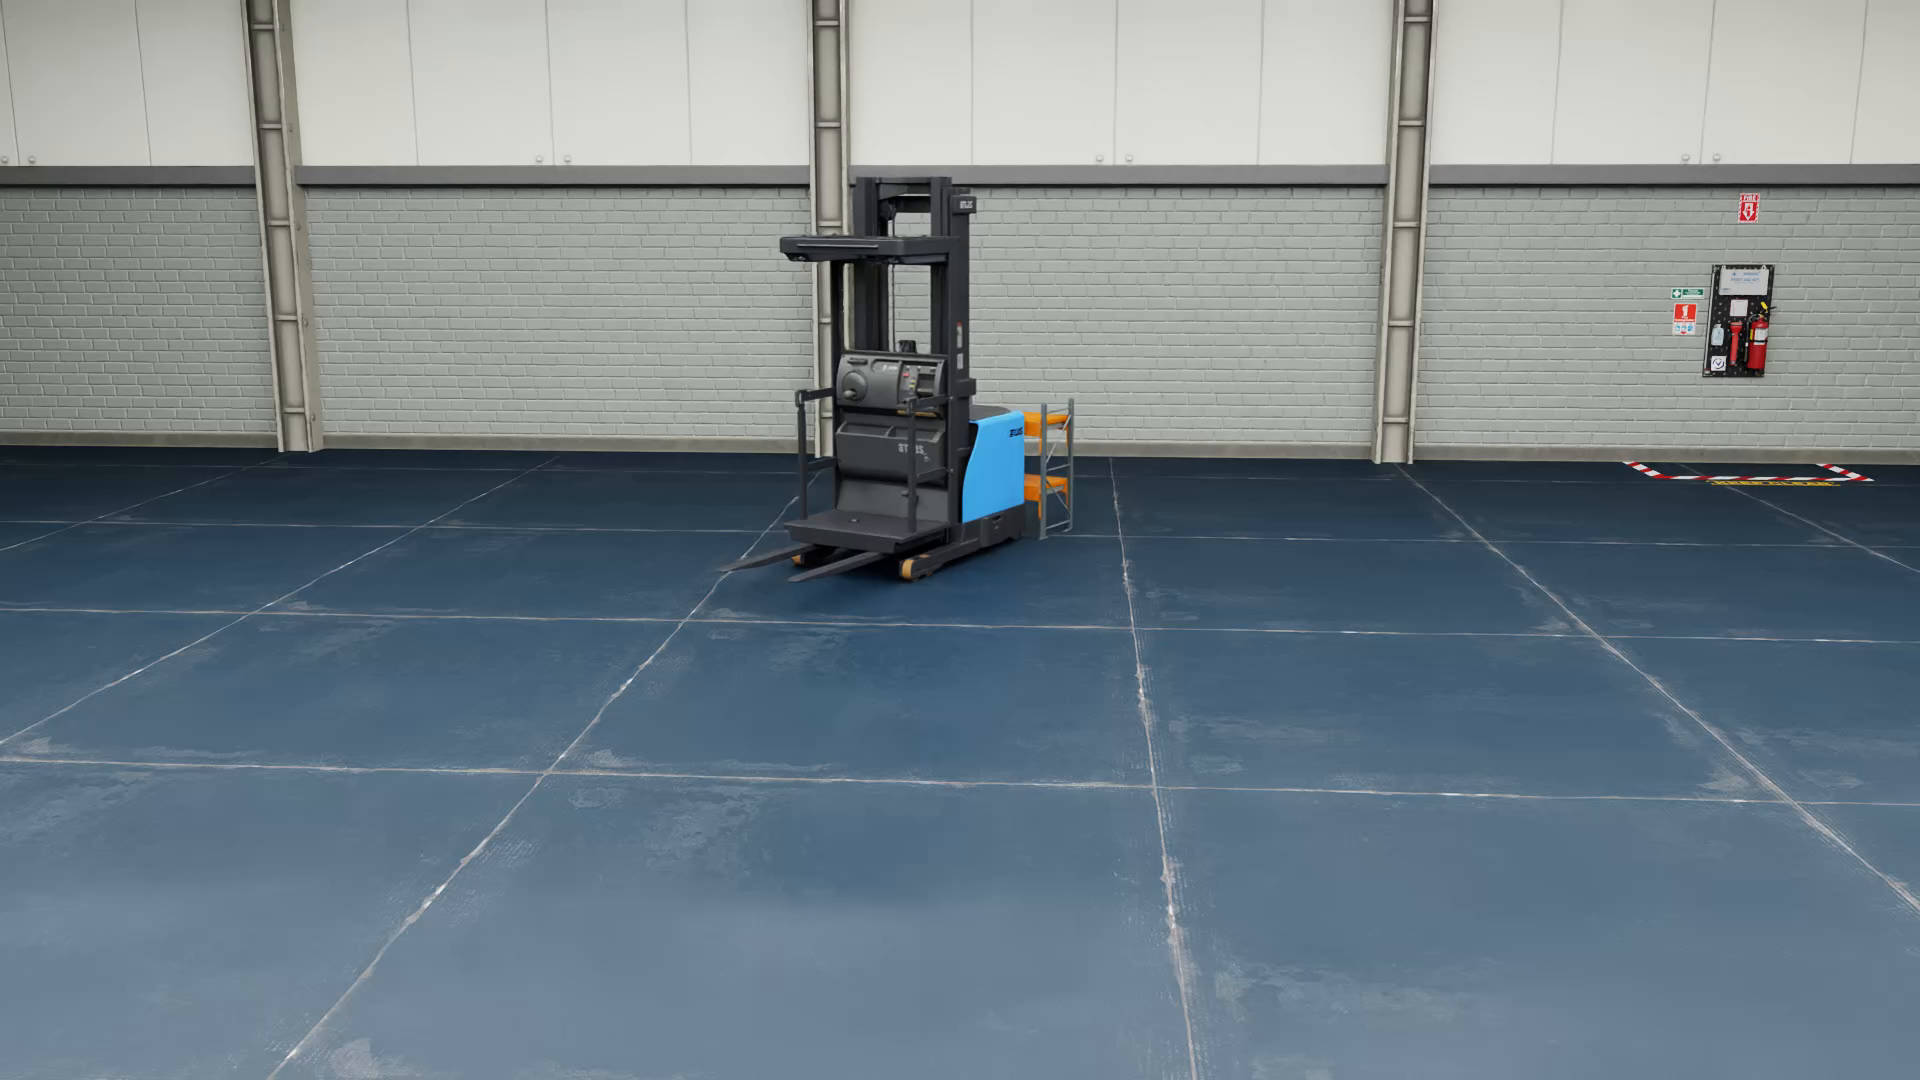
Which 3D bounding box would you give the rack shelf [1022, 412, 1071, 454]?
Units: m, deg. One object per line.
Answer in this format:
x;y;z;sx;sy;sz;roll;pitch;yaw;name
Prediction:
0.385;-0.943;14.099;1.000;0.278;0.538;8;14;32;rack shelf

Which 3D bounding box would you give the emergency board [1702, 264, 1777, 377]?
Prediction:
8.141;-2.271;17.297;0.643;1.169;0.194;1;12;4;emergency board

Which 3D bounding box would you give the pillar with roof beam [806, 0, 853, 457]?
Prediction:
-1.656;-4.450;13.065;0.400;9.000;9.100;1;12;4;pillar with roof beam

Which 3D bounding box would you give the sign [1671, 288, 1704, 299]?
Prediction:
7.600;-2.574;17.367;0.331;0.109;0.001;1;12;4;sign

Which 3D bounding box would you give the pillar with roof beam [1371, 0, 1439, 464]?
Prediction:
4.330;-4.368;12.672;0.400;9.000;9.100;1;12;4;pillar with roof beam

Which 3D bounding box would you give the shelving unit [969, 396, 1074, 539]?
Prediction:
0.385;-0.657;14.159;1.048;1.125;0.538;8;14;32;shelving unit

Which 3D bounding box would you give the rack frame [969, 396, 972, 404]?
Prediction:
-0.043;-0.713;14.429;0.032;1.125;0.500;8;14;32;rack frame

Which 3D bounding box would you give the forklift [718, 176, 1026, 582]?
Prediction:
-0.642;-1.236;12.517;1.130;2.935;3.031;7;14;30;forklift

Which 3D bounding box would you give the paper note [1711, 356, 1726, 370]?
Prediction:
7.969;-1.856;17.466;0.142;0.148;0.016;1;12;4;paper note

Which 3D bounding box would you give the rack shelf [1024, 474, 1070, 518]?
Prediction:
0.385;-0.417;14.209;1.000;0.278;0.538;8;14;32;rack shelf

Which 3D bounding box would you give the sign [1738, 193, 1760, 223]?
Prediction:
8.140;-3.426;17.158;0.199;0.298;0.001;1;12;4;sign

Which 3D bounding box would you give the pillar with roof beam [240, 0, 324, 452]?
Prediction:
-7.643;-4.532;13.457;0.400;9.000;9.100;1;12;4;pillar with roof beam

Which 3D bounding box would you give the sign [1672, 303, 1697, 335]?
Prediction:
7.596;-2.317;17.431;0.234;0.329;0.001;1;12;4;sign

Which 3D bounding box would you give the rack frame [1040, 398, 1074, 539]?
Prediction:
0.812;-0.600;13.890;0.032;1.125;0.500;8;14;32;rack frame
